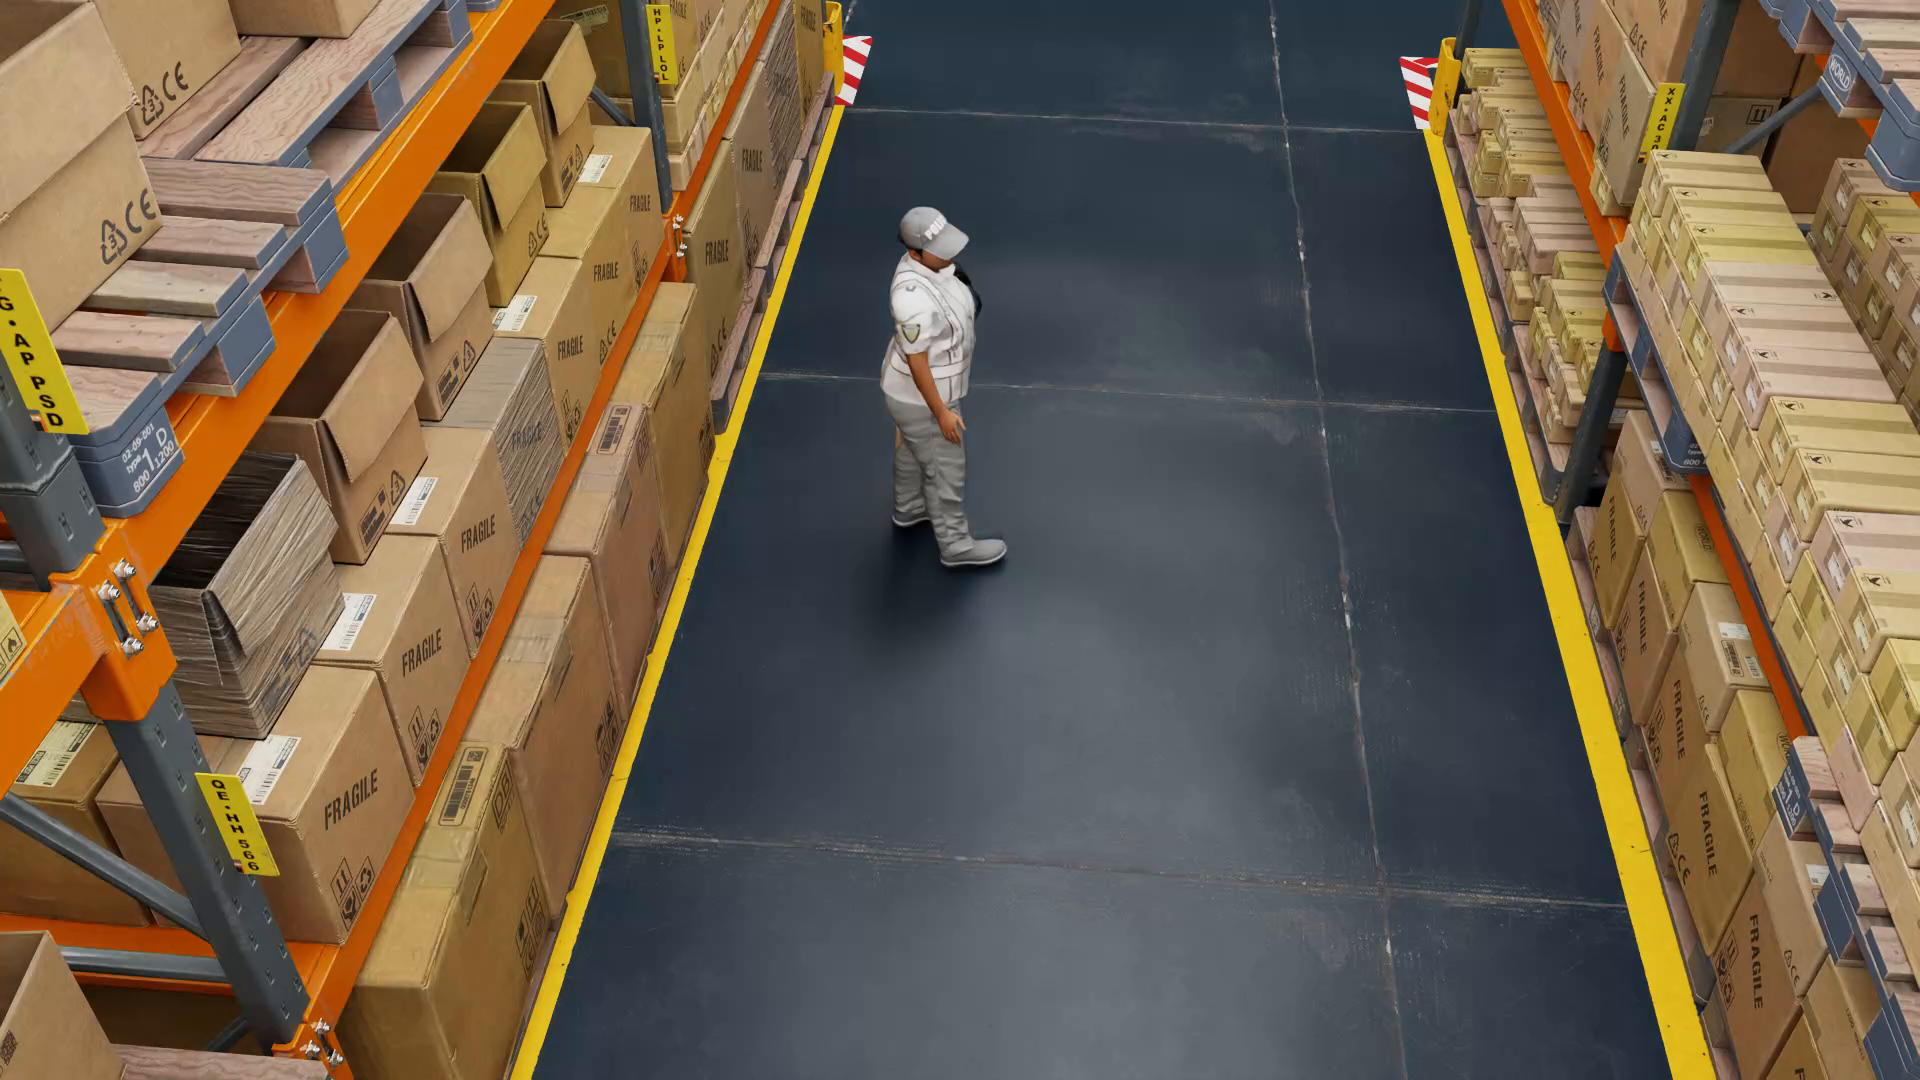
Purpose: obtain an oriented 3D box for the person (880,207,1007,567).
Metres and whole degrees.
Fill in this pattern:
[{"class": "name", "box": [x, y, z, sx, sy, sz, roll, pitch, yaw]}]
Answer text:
[{"class": "person", "box": [-0.054, -0.631, 6.870, 0.536, 1.669, 0.550, 2, 40, 3]}]
